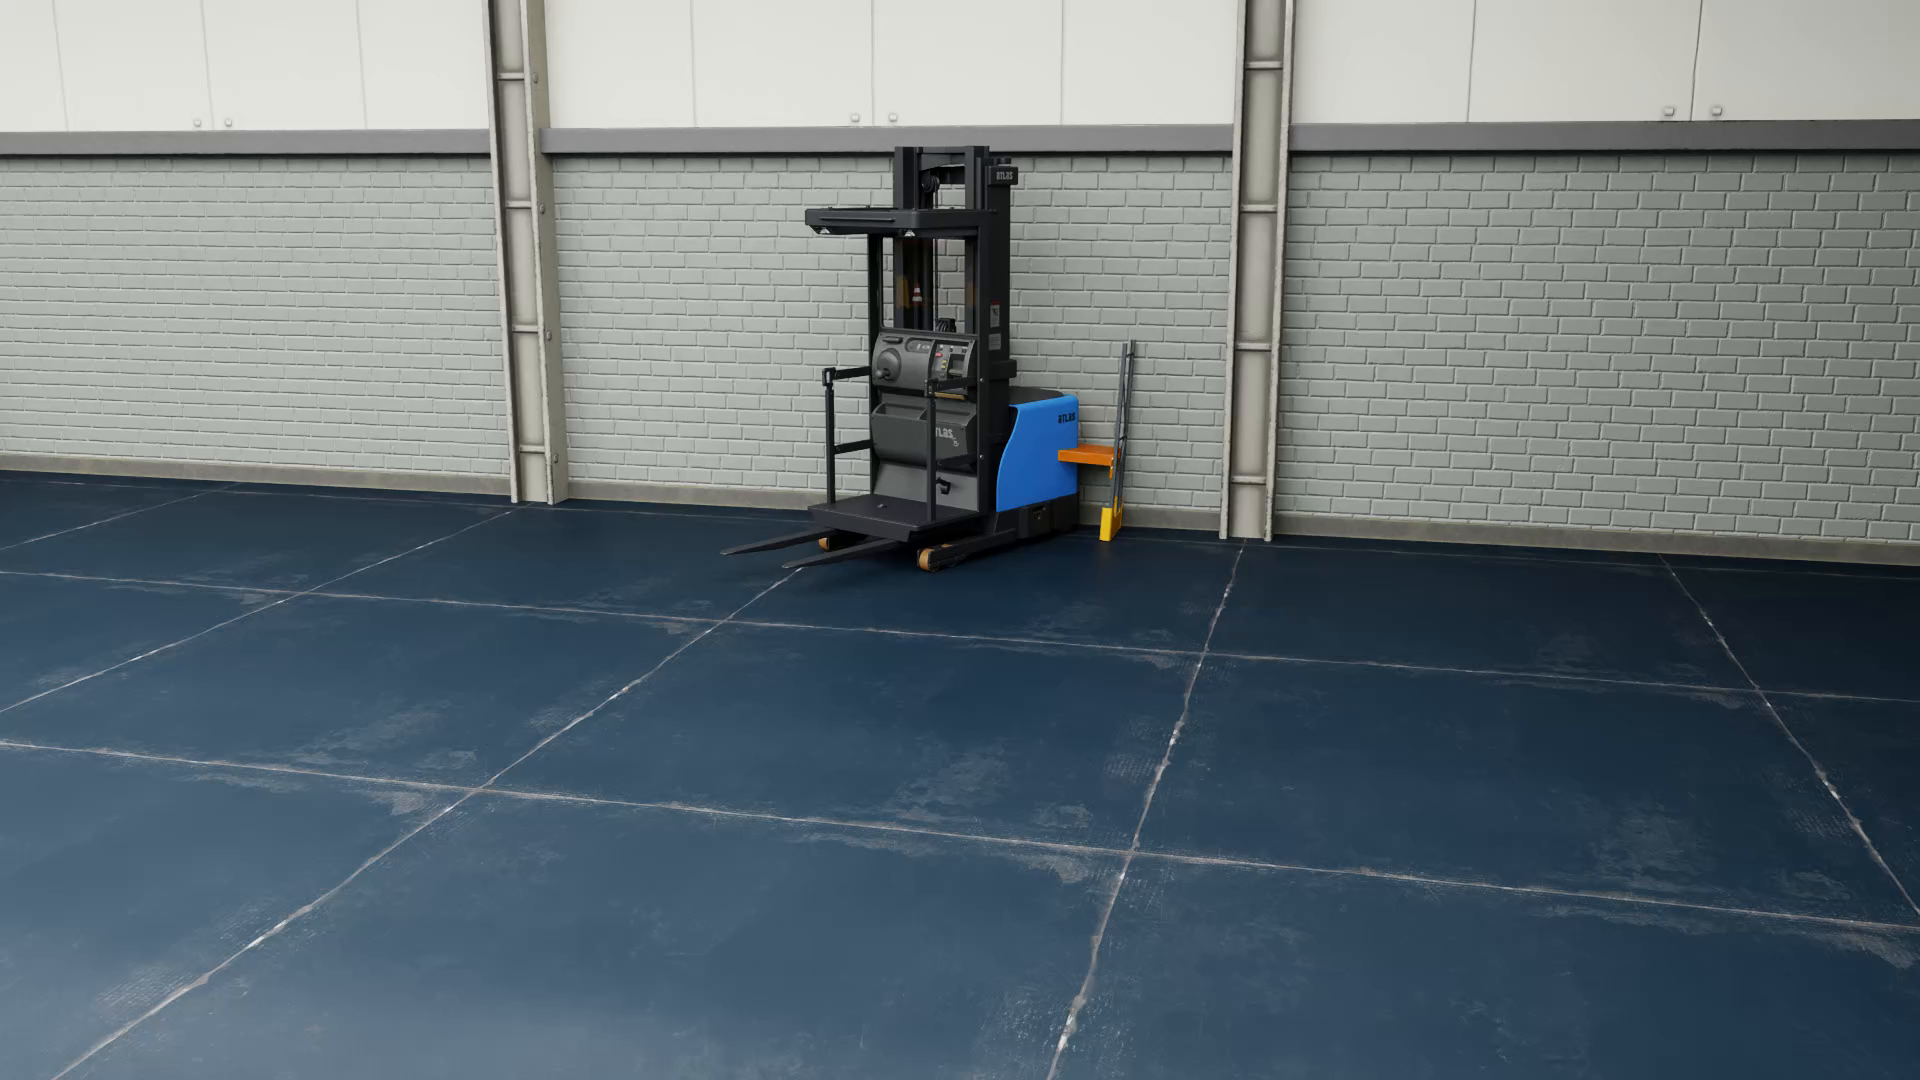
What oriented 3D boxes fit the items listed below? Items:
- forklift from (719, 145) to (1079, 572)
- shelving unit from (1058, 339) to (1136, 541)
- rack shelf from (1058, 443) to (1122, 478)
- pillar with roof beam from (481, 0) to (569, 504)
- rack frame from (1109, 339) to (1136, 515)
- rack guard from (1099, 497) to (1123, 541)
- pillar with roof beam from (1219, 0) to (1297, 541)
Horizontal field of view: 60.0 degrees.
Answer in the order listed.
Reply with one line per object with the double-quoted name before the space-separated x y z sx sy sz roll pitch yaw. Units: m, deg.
"forklift" -0.405 -1.328 11.952 1.130 2.935 3.031 10 16 39
"shelving unit" 0.737 -0.834 12.915 1.083 1.500 0.587 6 11 13
"rack shelf" 0.734 -0.657 12.948 1.000 0.185 0.538 6 11 13
"pillar with roof beam" -4.634 -3.833 9.233 0.400 9.000 9.100 3 13 14
"rack frame" 1.239 -0.778 12.801 0.032 1.500 0.500 6 11 13
"rack guard" 1.178 -0.168 12.925 0.087 0.250 0.587 6 11 13
"pillar with roof beam" 1.191 -3.521 7.830 0.400 9.000 9.100 3 13 14
